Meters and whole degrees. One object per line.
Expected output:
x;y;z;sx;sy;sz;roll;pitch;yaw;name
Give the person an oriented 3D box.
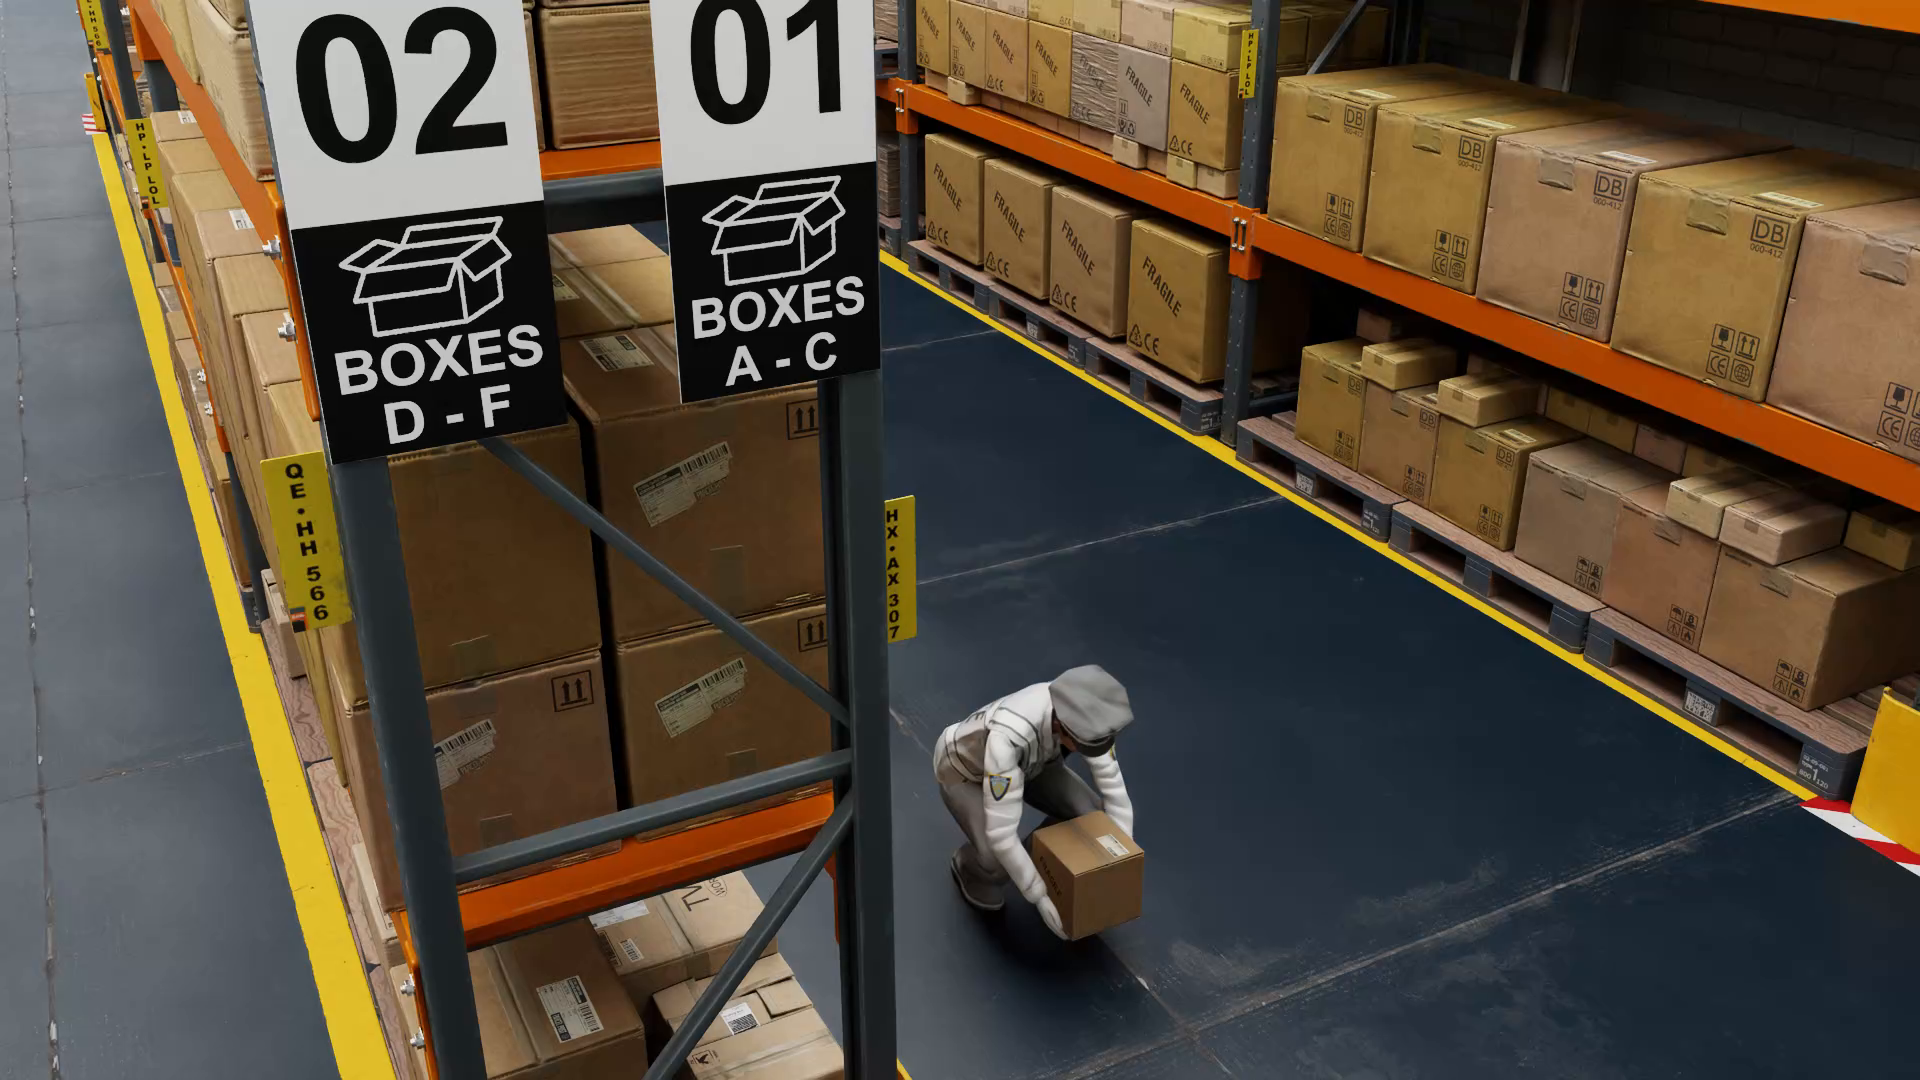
0.234;0.776;5.323;0.481;0.966;0.828;-13;29;-25;person
